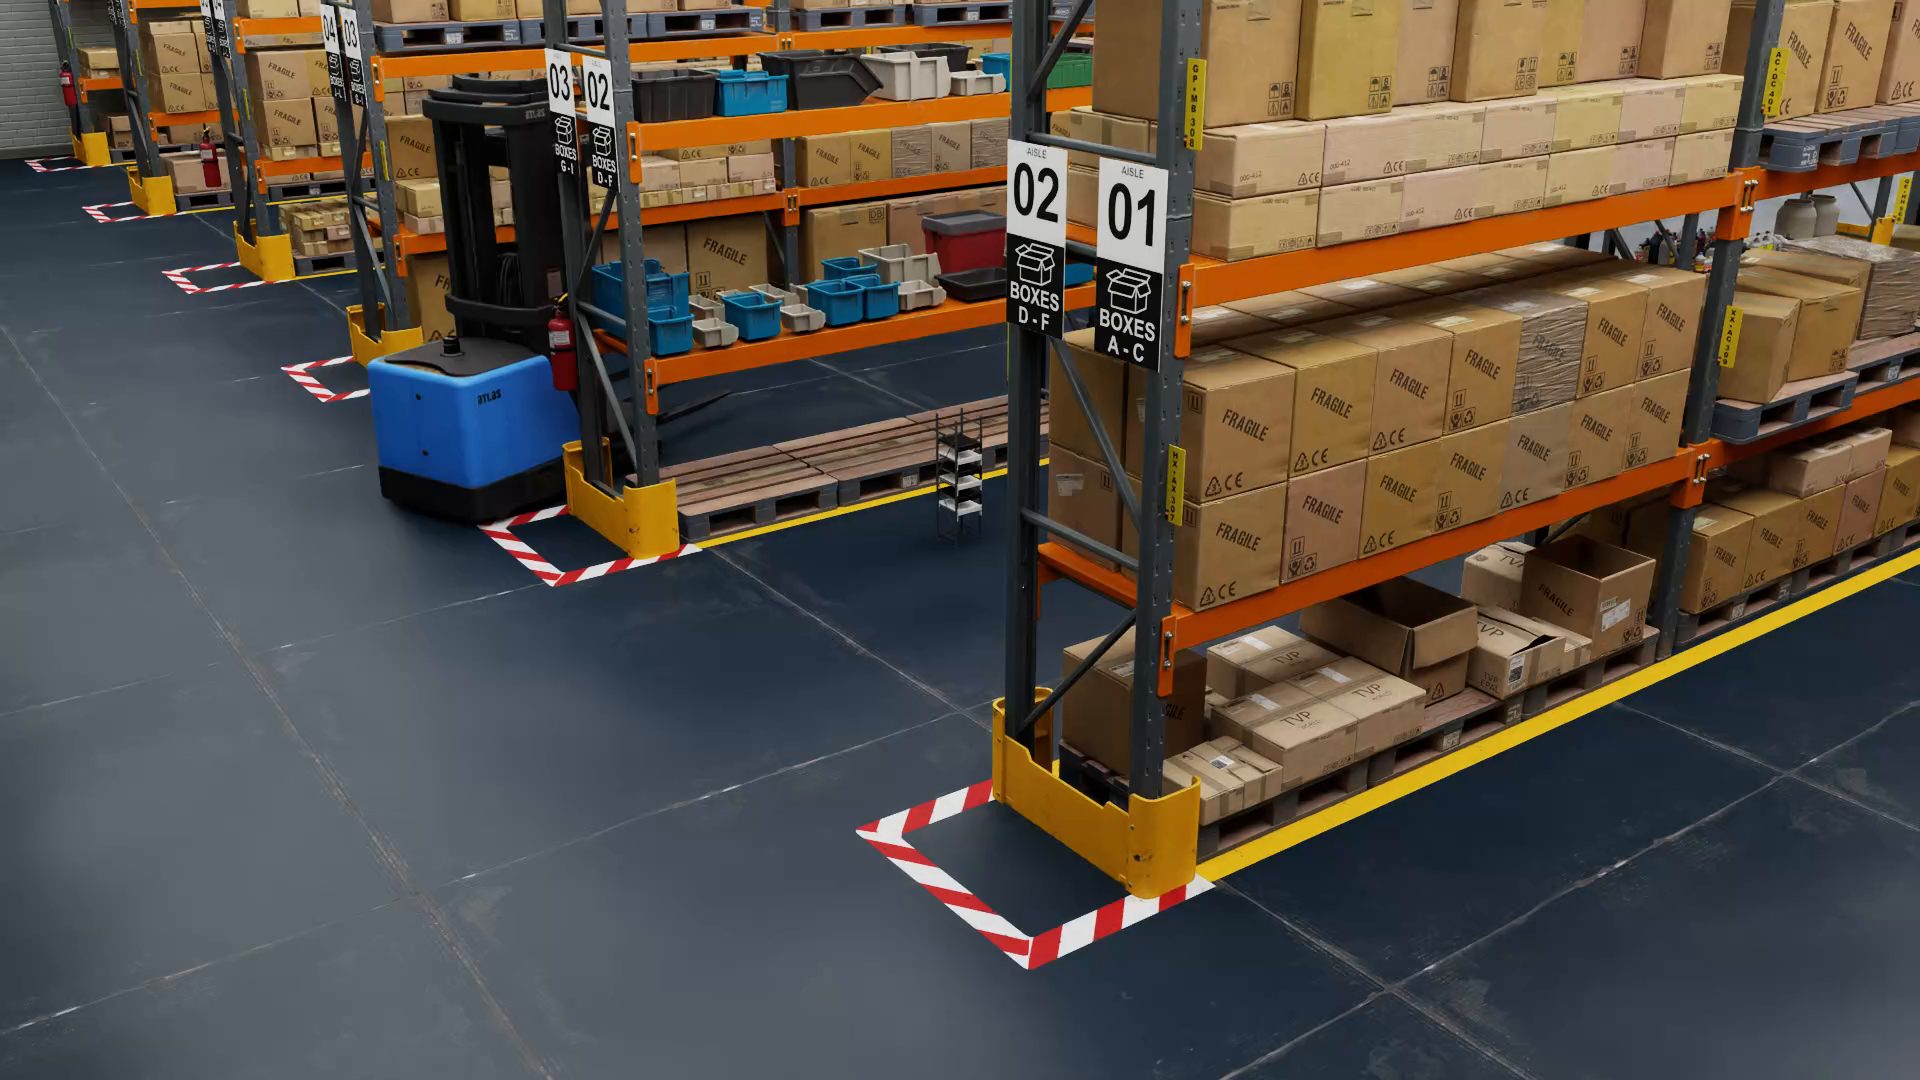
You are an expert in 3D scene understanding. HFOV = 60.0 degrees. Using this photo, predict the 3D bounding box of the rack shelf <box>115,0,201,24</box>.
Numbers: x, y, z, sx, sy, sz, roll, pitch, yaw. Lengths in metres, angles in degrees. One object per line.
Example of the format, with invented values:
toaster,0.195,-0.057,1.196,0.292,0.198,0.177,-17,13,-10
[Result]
rack shelf,-9.394,-7.437,22.909,4.000,0.370,1.077,-15,26,-33

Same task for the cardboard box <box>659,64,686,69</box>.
cardboard box,-3.742,-6.066,21.521,0.250,0.149,0.380,-16,27,-35

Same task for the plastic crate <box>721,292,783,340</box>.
plastic crate,-1.410,-1.520,11.304,0.300,0.233,0.416,-15,26,-33

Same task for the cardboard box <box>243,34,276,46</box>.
cardboard box,-9.633,-6.701,22.659,0.500,0.500,0.500,-15,26,-33

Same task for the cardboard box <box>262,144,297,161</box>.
cardboard box,-7.590,-4.332,18.545,0.250,0.149,0.380,-15,26,-33

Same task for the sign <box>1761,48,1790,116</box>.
sign,4.123,-2.320,8.418,0.005,0.325,0.100,-15,26,-33

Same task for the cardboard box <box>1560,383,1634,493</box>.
cardboard box,3.126,-0.597,8.710,0.500,0.500,0.500,-14,26,-31

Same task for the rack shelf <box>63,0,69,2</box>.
rack shelf,-12.296,-8.929,26.649,4.000,0.370,1.077,-15,26,-33

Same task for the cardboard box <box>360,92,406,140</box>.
cardboard box,-6.694,-4.902,19.097,0.500,0.500,0.500,-15,26,-32

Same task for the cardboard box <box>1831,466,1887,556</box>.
cardboard box,5.582,-0.257,10.772,0.500,0.500,0.500,-16,27,-35

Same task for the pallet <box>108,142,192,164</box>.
pallet,-13.211,-6.331,26.978,1.213,0.211,1.003,-15,26,-33

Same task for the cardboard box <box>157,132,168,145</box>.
cardboard box,-13.000,-6.492,26.899,0.250,0.149,0.380,-16,27,-35

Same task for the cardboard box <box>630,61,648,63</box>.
cardboard box,-5.182,-7.545,25.786,0.500,0.250,0.500,-16,27,-34

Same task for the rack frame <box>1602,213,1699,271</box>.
rack frame,7.404,-4.071,17.550,0.127,3.000,1.000,-15,26,-33

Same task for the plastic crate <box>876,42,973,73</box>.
plastic crate,-0.259,-3.485,12.212,0.590,0.269,0.497,-15,26,-33

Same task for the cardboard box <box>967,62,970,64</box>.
cardboard box,-0.208,-6.491,23.482,0.500,0.500,0.500,-15,26,-33

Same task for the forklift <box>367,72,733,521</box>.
forklift,-2.980,-1.992,12.433,1.130,2.935,3.031,13,25,29

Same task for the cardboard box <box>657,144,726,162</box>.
cardboard box,-2.609,-3.959,16.059,0.500,0.500,0.500,-15,26,-32

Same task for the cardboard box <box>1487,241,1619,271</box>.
cardboard box,3.253,-1.342,9.227,0.500,0.500,0.500,-14,26,-31

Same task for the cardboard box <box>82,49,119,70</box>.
cardboard box,-13.394,-7.523,26.003,0.500,0.250,0.500,-15,26,-33

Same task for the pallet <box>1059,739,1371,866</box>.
pallet,1.261,1.124,8.296,1.213,0.211,1.003,-15,26,-33

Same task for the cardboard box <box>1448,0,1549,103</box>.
cardboard box,2.219,-2.306,7.596,0.500,0.500,0.700,-15,26,-33

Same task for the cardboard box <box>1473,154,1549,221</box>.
cardboard box,2.339,-1.664,7.673,0.500,0.250,0.500,-15,26,-33

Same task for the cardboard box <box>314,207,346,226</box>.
cardboard box,-7.267,-3.732,19.178,0.250,0.149,0.380,-14,26,-32

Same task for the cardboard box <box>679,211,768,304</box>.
cardboard box,-2.565,-2.919,16.963,0.875,0.875,0.875,-15,26,-33

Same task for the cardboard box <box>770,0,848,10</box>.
cardboard box,-1.518,-5.592,16.615,0.500,0.500,0.700,-14,26,-32

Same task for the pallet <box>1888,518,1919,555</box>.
pallet,6.419,-0.268,11.784,1.213,0.211,1.003,-15,26,-33

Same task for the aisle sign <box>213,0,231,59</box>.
aisle sign,-7.928,-5.579,17.822,0.004,0.787,0.394,-15,26,-33

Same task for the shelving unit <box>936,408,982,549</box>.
shelving unit,-0.007,-0.416,11.225,0.210,0.900,0.258,-15,26,-33

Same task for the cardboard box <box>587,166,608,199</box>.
cardboard box,-3.434,-3.391,15.649,0.500,0.250,0.500,-16,27,-34

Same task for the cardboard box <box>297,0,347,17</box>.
cardboard box,-7.101,-5.934,18.375,0.500,0.250,0.500,-14,26,-31

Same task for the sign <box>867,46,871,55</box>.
sign,-1.226,-6.549,22.305,0.005,0.325,0.100,-15,26,-33

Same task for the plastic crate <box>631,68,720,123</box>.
plastic crate,-1.862,-2.805,10.508,0.590,0.269,0.497,-15,26,-33

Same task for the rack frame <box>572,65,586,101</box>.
rack frame,-4.797,-5.343,20.739,0.127,3.000,1.000,-15,26,-33

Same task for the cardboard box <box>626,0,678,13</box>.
cardboard box,-3.022,-5.208,15.516,0.500,0.500,0.700,-13,25,-30

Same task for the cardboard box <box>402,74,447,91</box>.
cardboard box,-6.272,-5.472,19.177,0.500,0.500,0.500,-16,27,-34

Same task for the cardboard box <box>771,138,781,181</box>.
cardboard box,-1.763,-4.059,17.386,0.500,0.500,0.500,-15,26,-33

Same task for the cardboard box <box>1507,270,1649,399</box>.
cardboard box,3.126,-1.060,8.521,0.500,0.500,0.500,-16,27,-34

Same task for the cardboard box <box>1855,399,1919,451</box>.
cardboard box,6.381,-0.819,11.169,0.500,0.250,0.500,-14,26,-31

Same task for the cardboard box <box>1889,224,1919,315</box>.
cardboard box,6.601,-1.785,11.121,0.700,0.500,0.500,14,26,32

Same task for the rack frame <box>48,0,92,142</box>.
rack frame,-13.919,-7.437,25.987,0.127,3.000,1.000,-15,26,-33

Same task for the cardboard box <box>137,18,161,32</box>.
cardboard box,-10.843,-6.895,22.268,0.250,0.149,0.380,-15,26,-32

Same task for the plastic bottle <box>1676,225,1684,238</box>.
plastic bottle,8.176,-3.382,18.806,0.185,0.351,0.144,-15,26,-33

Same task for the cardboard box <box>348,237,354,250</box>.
cardboard box,-7.070,-3.503,19.407,0.250,0.149,0.380,-15,26,-32

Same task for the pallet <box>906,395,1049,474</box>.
pallet,0.336,-0.873,13.299,1.213,0.211,1.003,-15,26,-33

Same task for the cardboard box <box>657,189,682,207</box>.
cardboard box,-2.874,-3.325,16.021,0.250,0.149,0.380,-14,26,-32

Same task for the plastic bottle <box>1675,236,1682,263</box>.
plastic bottle,8.021,-3.238,18.546,0.135,0.276,0.152,-15,26,-33

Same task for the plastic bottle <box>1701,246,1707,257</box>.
plastic bottle,8.102,-3.061,18.090,0.133,0.283,0.061,-15,26,-33

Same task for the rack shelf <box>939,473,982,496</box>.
rack shelf,-0.007,-0.385,11.238,0.200,0.077,0.258,-15,26,-33

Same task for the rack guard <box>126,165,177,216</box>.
rack guard,-11.037,-4.779,22.697,0.348,0.500,1.175,-15,26,-33

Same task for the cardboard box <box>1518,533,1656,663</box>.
cardboard box,3.503,0.317,9.333,0.500,0.500,0.500,-15,26,-33

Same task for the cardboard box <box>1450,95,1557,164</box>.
cardboard box,2.342,-1.894,7.576,0.500,0.250,0.500,-15,26,-33

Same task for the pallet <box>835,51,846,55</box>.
pallet,-1.982,-8.331,28.487,1.213,0.211,1.003,-15,26,-33

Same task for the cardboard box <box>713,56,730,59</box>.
cardboard box,-3.902,-7.820,26.719,0.250,0.149,0.380,-17,27,-36

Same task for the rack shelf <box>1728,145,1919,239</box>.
rack shelf,5.423,-2.340,10.137,4.000,0.370,1.077,-15,26,-33
